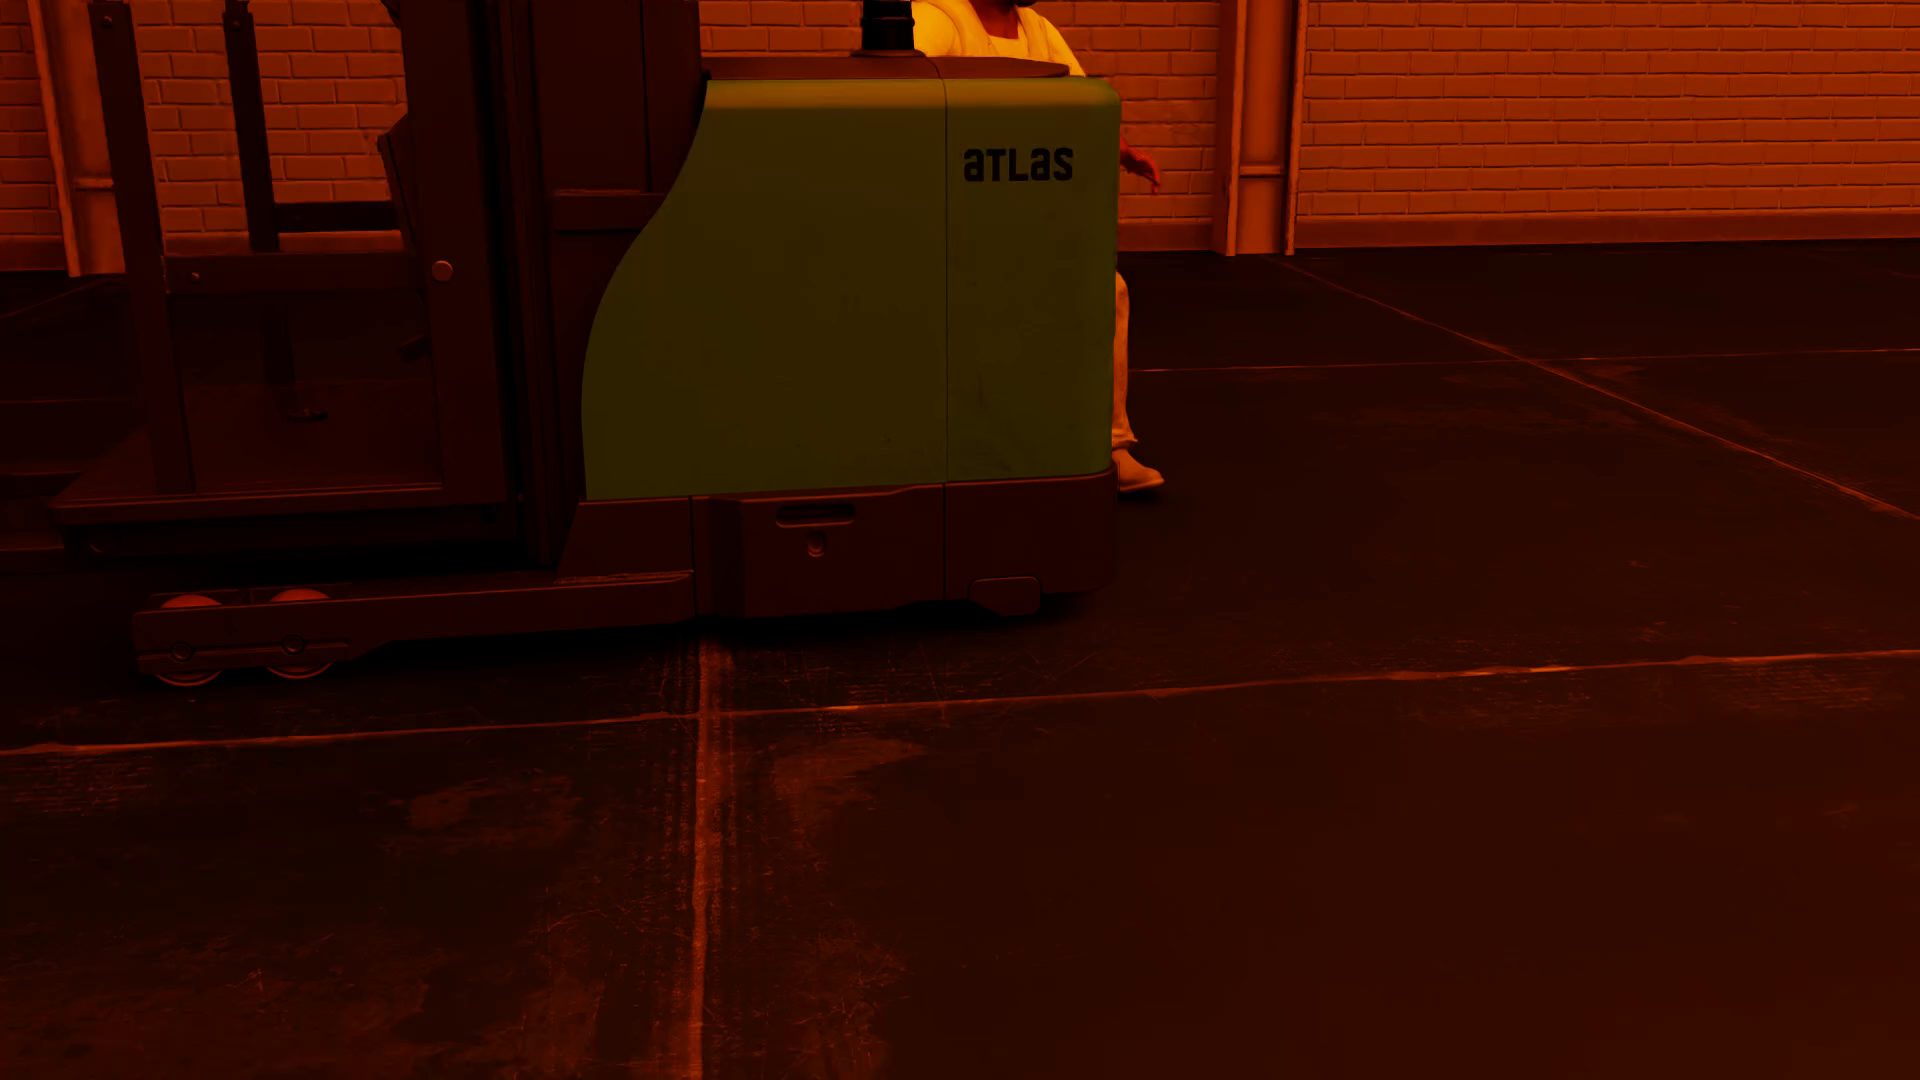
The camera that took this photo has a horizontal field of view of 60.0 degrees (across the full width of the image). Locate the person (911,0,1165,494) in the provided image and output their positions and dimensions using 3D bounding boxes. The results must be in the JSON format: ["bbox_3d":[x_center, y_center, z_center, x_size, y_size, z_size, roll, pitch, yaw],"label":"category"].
[{"bbox_3d":[0.233,-0.897,4.393,0.875,1.541,0.861,14,22,38],"label":"person"}]

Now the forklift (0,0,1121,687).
[{"bbox_3d":[-1.247,-1.298,3.194,3.031,2.935,1.130,-3,17,-11],"label":"forklift"}]
